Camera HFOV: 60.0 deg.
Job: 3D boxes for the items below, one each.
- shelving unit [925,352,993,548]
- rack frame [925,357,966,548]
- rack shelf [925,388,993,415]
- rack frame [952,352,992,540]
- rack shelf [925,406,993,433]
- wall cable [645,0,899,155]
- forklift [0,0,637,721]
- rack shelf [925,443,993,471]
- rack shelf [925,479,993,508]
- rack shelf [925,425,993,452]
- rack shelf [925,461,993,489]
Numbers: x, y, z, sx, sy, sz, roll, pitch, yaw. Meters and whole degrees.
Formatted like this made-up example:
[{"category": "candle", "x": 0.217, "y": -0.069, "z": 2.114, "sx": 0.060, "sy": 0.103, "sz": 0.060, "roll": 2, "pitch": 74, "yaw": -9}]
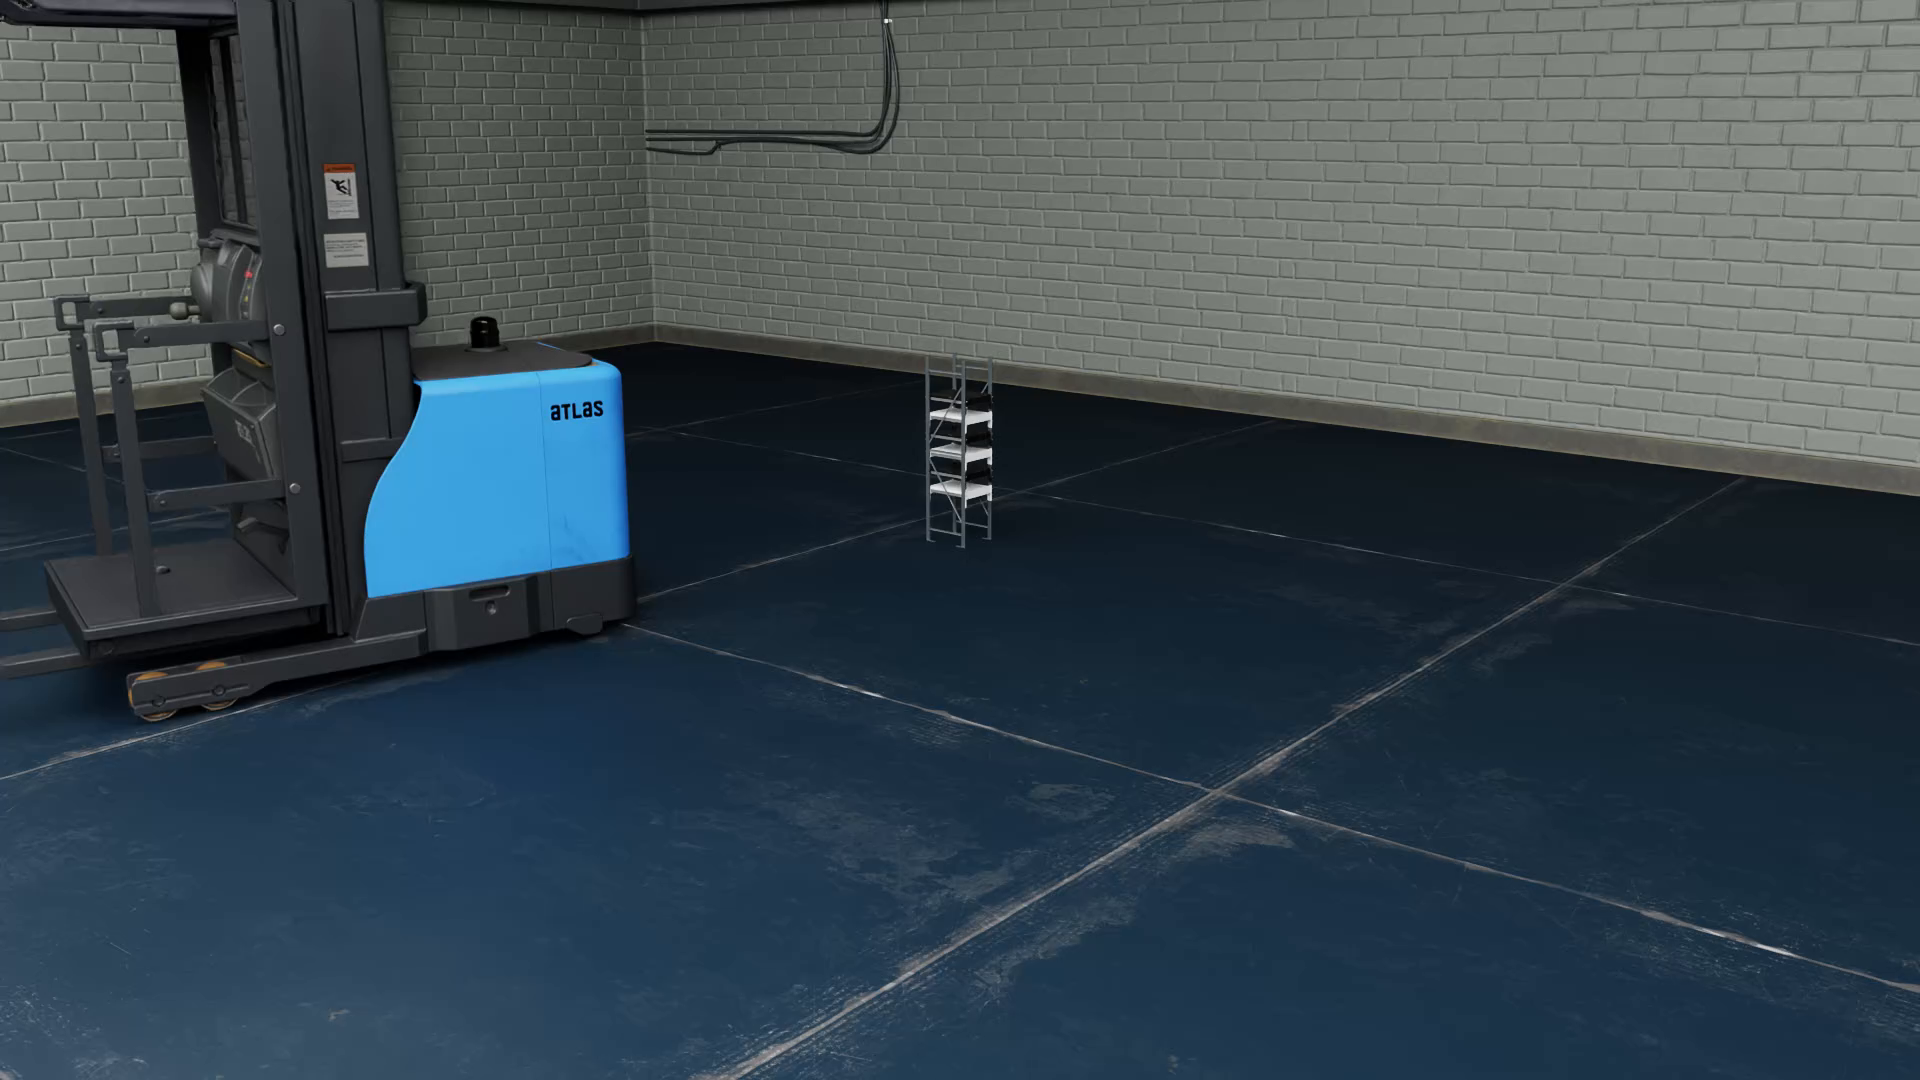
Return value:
[{"category": "shelving unit", "x": -0.005, "y": -0.435, "z": 8.006, "sx": 0.258, "sy": 0.900, "sz": 0.210, "roll": 11, "pitch": 18, "yaw": 38}, {"category": "rack frame", "x": -0.069, "y": -0.415, "z": 7.929, "sx": 0.240, "sy": 0.900, "sz": 0.006, "roll": 11, "pitch": 18, "yaw": 38}, {"category": "rack shelf", "x": -0.005, "y": -0.664, "z": 7.948, "sx": 0.258, "sy": 0.077, "sz": 0.200, "roll": 11, "pitch": 18, "yaw": 38}, {"category": "rack frame", "x": 0.059, "y": -0.454, "z": 8.083, "sx": 0.240, "sy": 0.900, "sz": 0.006, "roll": 11, "pitch": 18, "yaw": 38}, {"category": "rack shelf", "x": -0.005, "y": -0.577, "z": 7.970, "sx": 0.258, "sy": 0.077, "sz": 0.200, "roll": 11, "pitch": 18, "yaw": 38}, {"category": "wall cable", "x": -1.700, "y": -4.461, "z": 13.714, "sx": 3.097, "sy": 2.526, "sz": 0.112, "roll": 11, "pitch": 18, "yaw": 38}, {"category": "forklift", "x": -2.805, "y": -0.949, "z": 5.905, "sx": 3.031, "sy": 2.935, "sz": 1.130, "roll": -10, "pitch": 17, "yaw": -33}, {"category": "rack shelf", "x": -0.005, "y": -0.402, "z": 8.014, "sx": 0.258, "sy": 0.077, "sz": 0.200, "roll": 11, "pitch": 18, "yaw": 38}, {"category": "rack shelf", "x": -0.005, "y": -0.228, "z": 8.059, "sx": 0.258, "sy": 0.077, "sz": 0.200, "roll": 11, "pitch": 18, "yaw": 38}, {"category": "rack shelf", "x": -0.005, "y": -0.490, "z": 7.992, "sx": 0.258, "sy": 0.077, "sz": 0.200, "roll": 11, "pitch": 18, "yaw": 38}, {"category": "rack shelf", "x": -0.005, "y": -0.315, "z": 8.036, "sx": 0.258, "sy": 0.077, "sz": 0.200, "roll": 11, "pitch": 18, "yaw": 38}]
